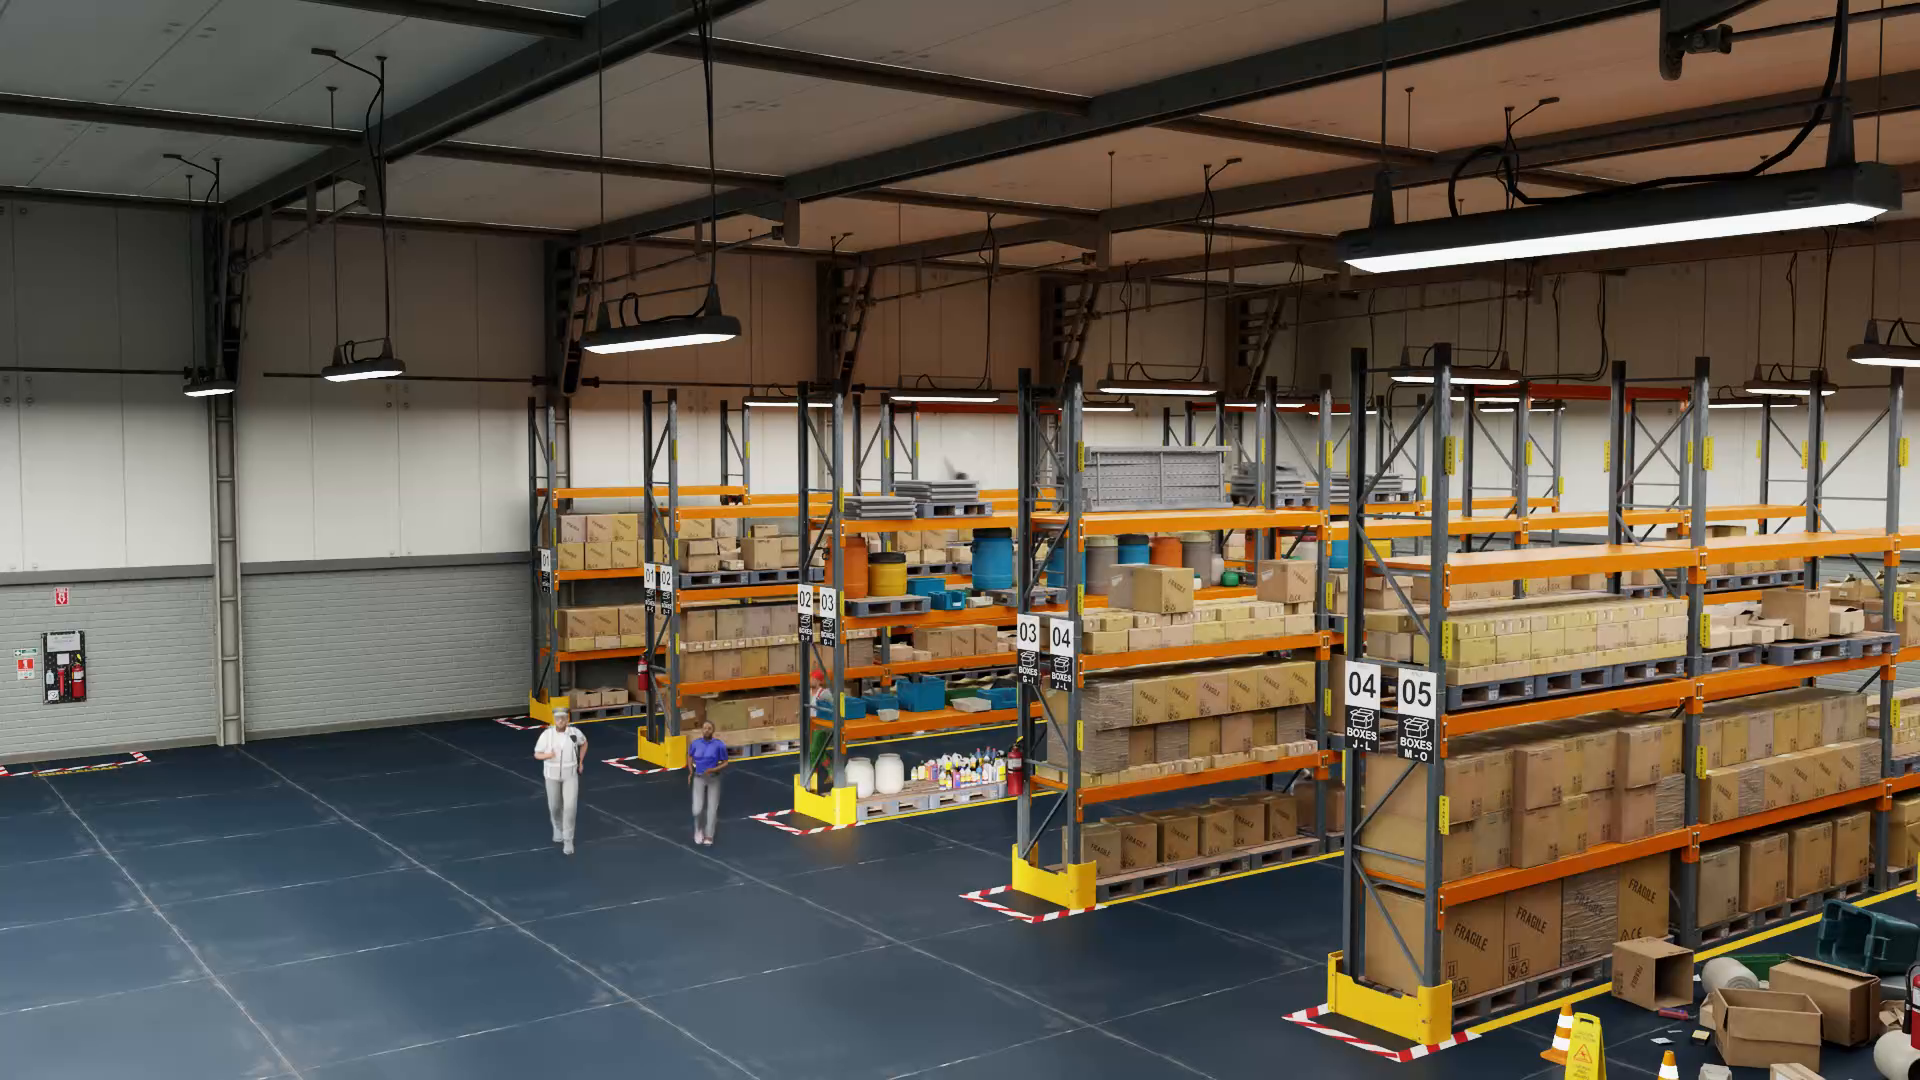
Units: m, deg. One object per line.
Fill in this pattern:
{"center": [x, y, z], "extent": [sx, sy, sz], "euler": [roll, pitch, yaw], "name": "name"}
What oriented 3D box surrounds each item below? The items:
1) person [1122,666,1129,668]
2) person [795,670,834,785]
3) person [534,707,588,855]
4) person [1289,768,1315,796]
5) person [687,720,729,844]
{"center": [3.112, 2.537, 29.518], "extent": [0.986, 1.834, 0.731], "euler": [-2, 4, -35], "name": "person"}
{"center": [-2.096, 2.806, 24.557], "extent": [0.897, 1.797, 0.689], "euler": [-3, 4, -41], "name": "person"}
{"center": [-5.057, 3.003, 21.092], "extent": [0.652, 1.800, 0.894], "euler": [-1, 3, -12], "name": "person"}
{"center": [4.822, 2.880, 23.510], "extent": [0.940, 1.778, 0.656], "euler": [-3, 5, -43], "name": "person"}
{"center": [-3.216, 3.093, 21.132], "extent": [0.552, 1.617, 0.611], "euler": [0, 3, -2], "name": "person"}
